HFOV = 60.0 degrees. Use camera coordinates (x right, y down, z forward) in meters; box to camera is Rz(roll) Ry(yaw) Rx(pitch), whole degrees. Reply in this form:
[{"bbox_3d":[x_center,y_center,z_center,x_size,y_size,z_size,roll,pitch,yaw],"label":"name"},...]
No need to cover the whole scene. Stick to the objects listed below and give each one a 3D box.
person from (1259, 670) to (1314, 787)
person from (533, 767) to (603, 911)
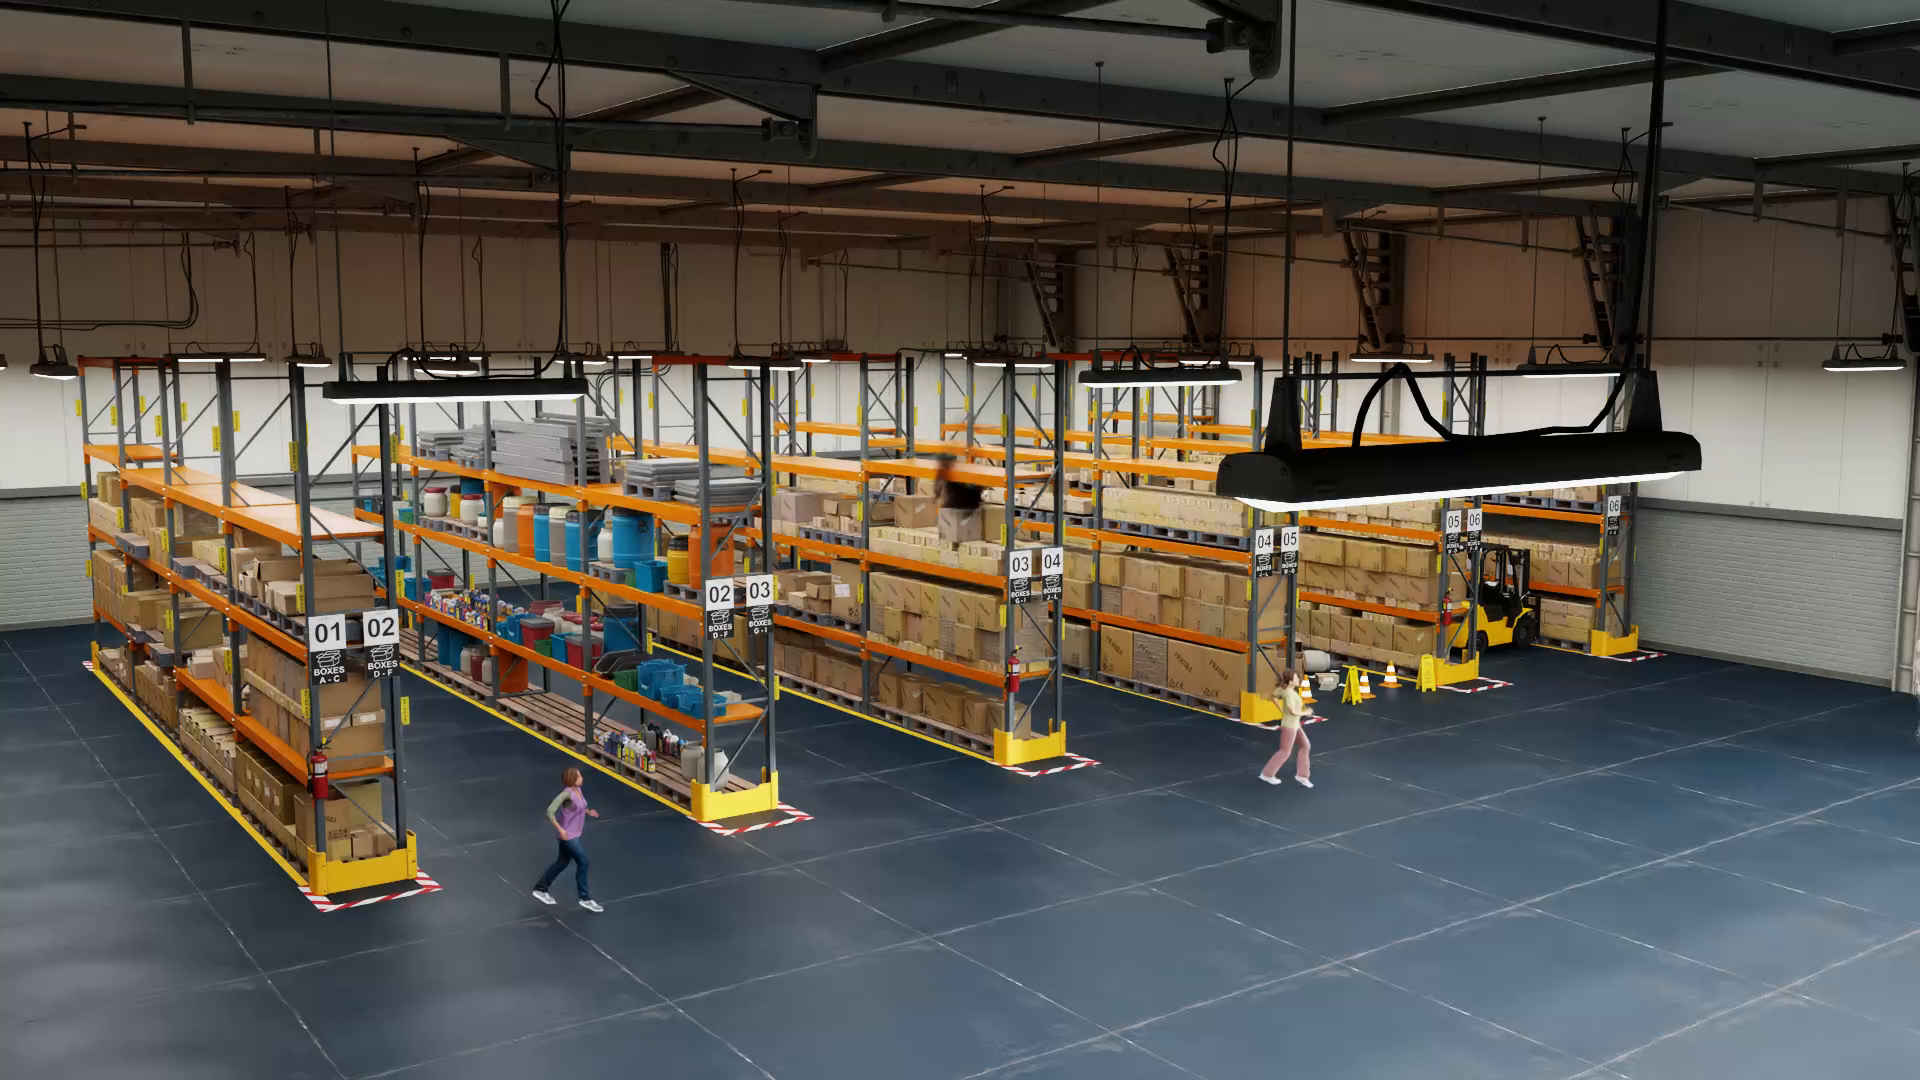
[{"bbox_3d":[4.627,2.674,23.465,0.773,1.714,0.580,1,7,8],"label":"person"},{"bbox_3d":[-4.356,3.299,18.403,0.780,1.619,0.528,-1,7,-5],"label":"person"}]
